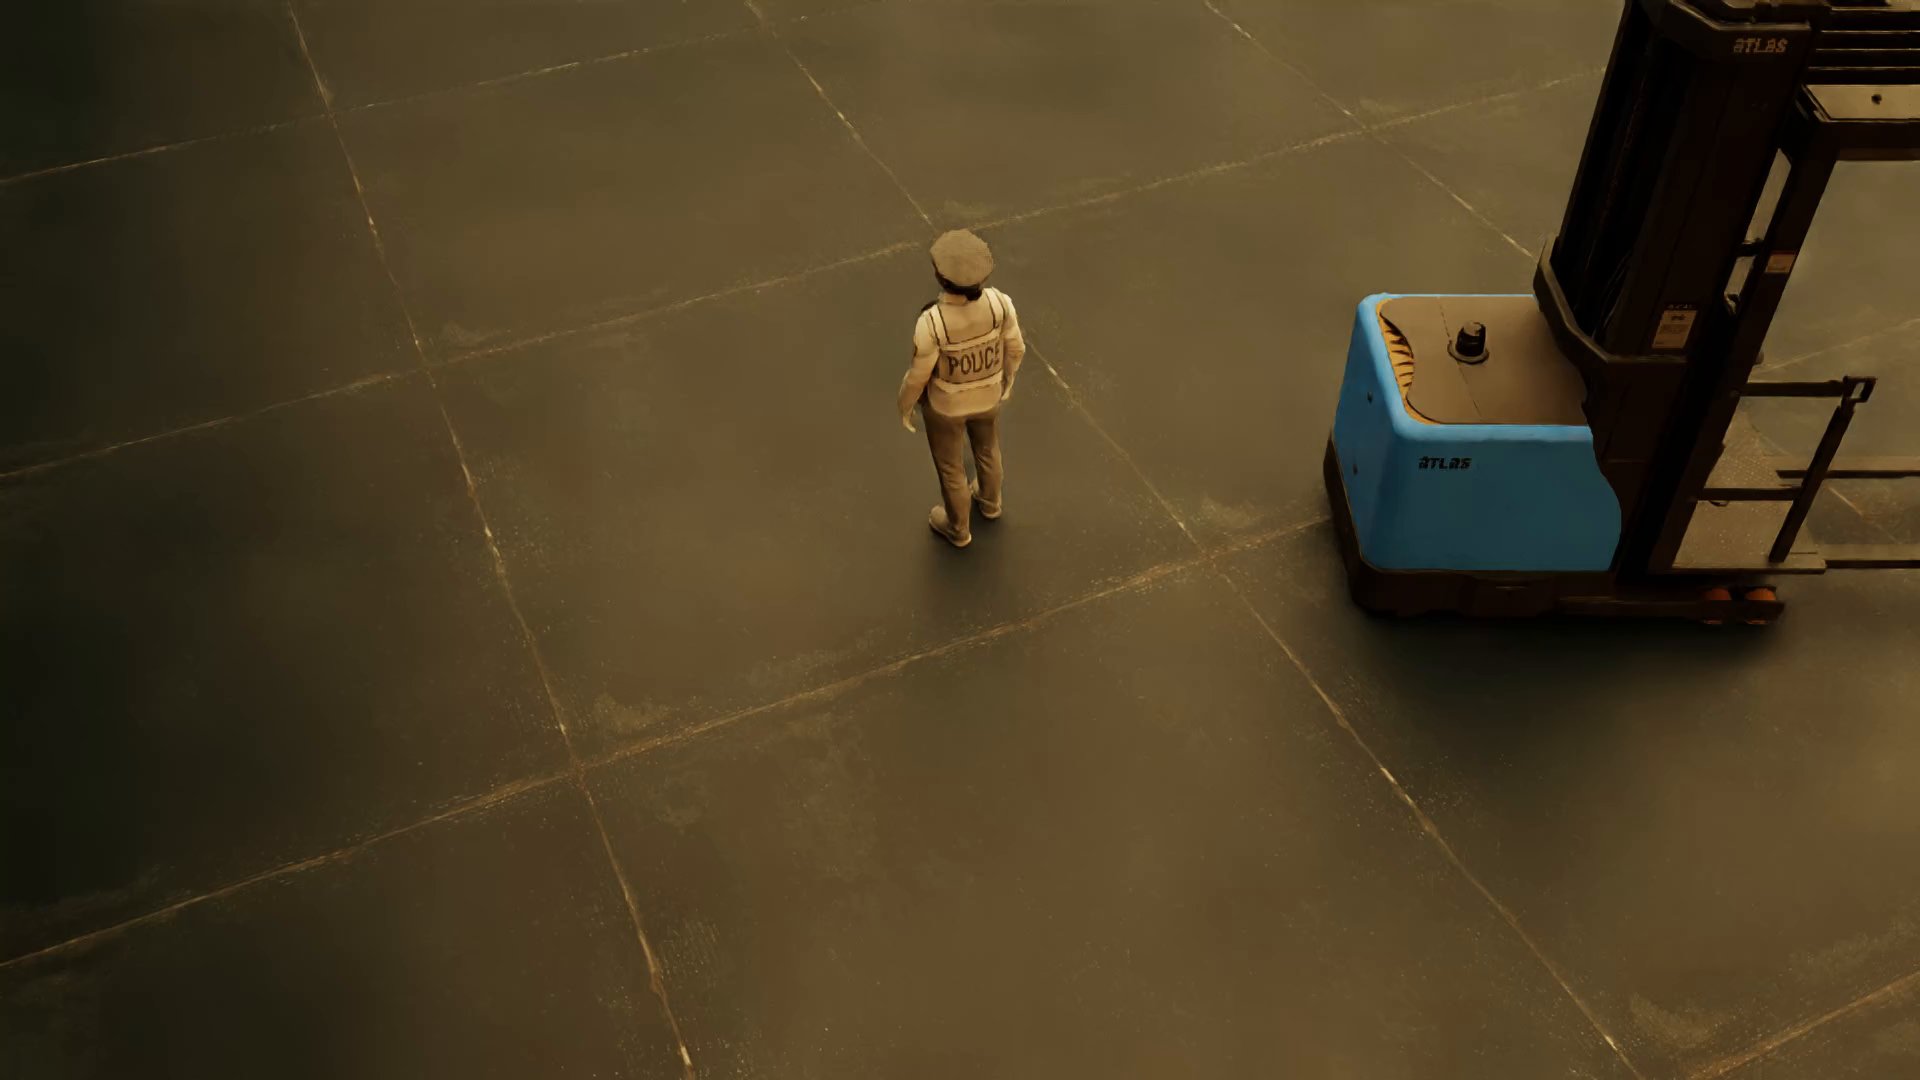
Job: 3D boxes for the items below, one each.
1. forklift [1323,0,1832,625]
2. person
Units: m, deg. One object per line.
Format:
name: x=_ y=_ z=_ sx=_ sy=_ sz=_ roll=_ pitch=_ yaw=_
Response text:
forklift: x=2.729 y=-1.039 z=6.840 sx=1.939 sy=2.867 sz=1.129 roll=0 pitch=43 yaw=0
person: x=-0.021 y=-0.661 z=7.324 sx=0.568 sy=1.640 sz=0.500 roll=-18 pitch=46 yaw=-18
